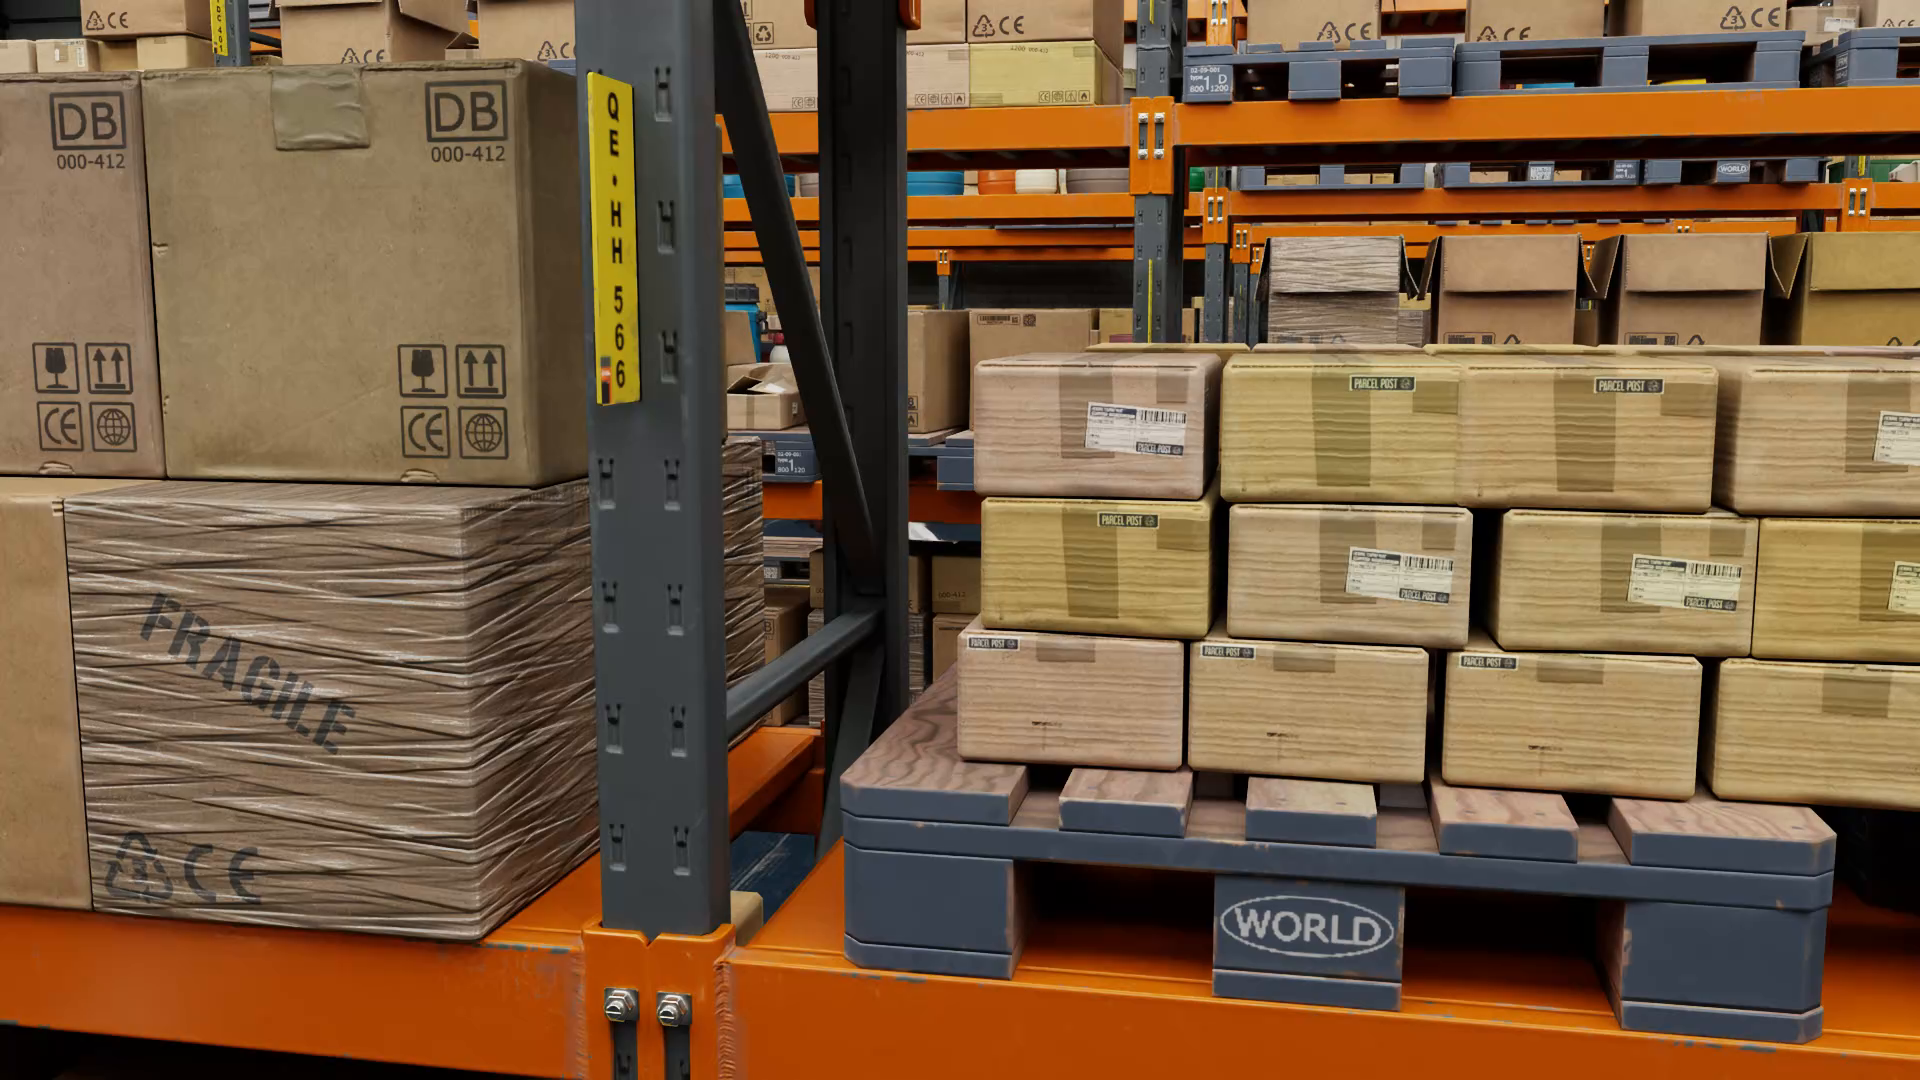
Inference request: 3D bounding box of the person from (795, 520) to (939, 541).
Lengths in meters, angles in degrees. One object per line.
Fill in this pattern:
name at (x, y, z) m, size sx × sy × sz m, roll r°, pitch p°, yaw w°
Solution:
person at (-0.452, 0.238, 8.798) m, size 0.862 × 1.140 × 0.611 m, roll 2°, pitch 8°, yaw 11°
